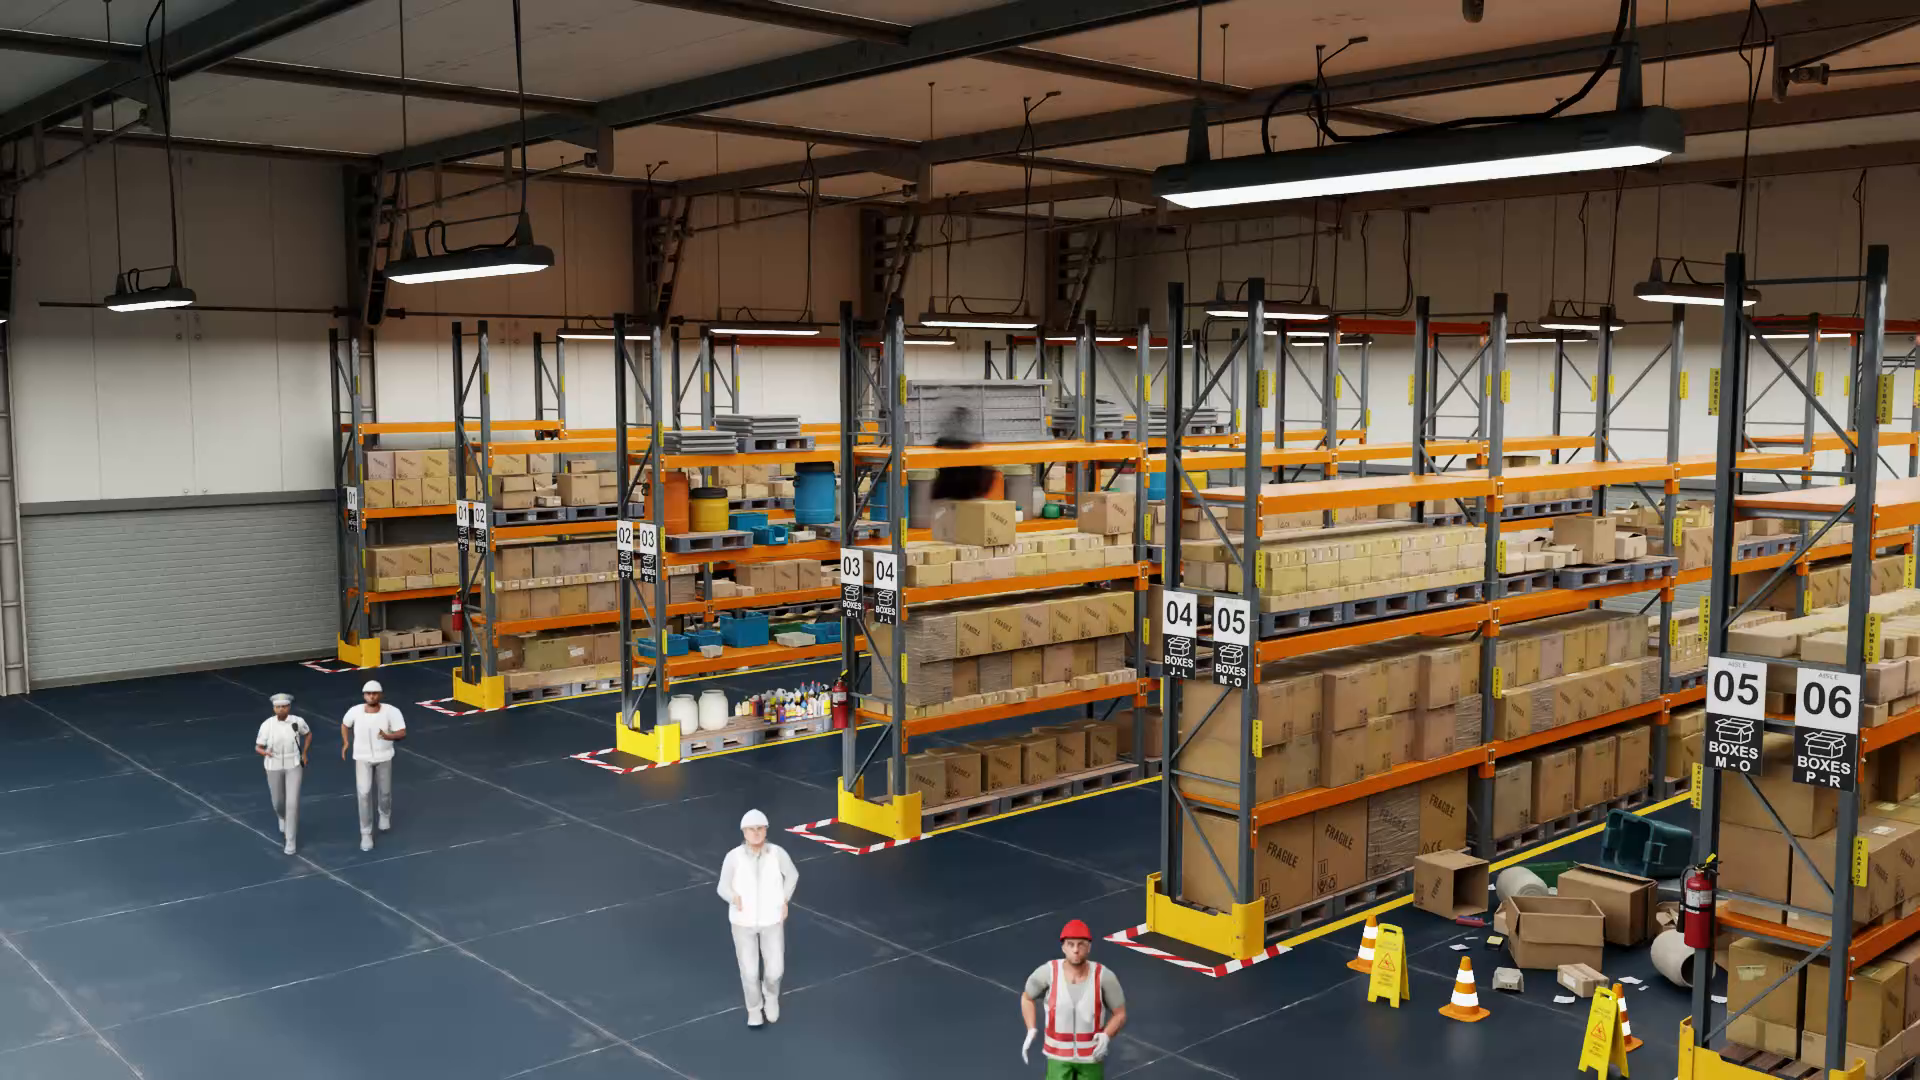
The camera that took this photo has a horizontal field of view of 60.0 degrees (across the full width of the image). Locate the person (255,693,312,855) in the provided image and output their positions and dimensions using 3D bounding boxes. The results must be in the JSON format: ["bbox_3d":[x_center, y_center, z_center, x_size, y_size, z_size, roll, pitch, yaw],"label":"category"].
[{"bbox_3d":[-7.405,2.508,18.229,0.579,1.699,0.923,-2,6,-20],"label":"person"}]

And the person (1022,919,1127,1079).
[{"bbox_3d":[0.723,3.270,10.488,0.664,1.745,0.583,0,6,1],"label":"person"}]

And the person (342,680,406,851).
[{"bbox_3d":[-6.499,2.450,18.452,0.685,1.806,0.871,-2,6,-17],"label":"person"}]

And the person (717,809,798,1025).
[{"bbox_3d":[-1.581,3.000,13.086,0.647,1.731,0.593,-1,6,-9],"label":"person"}]
